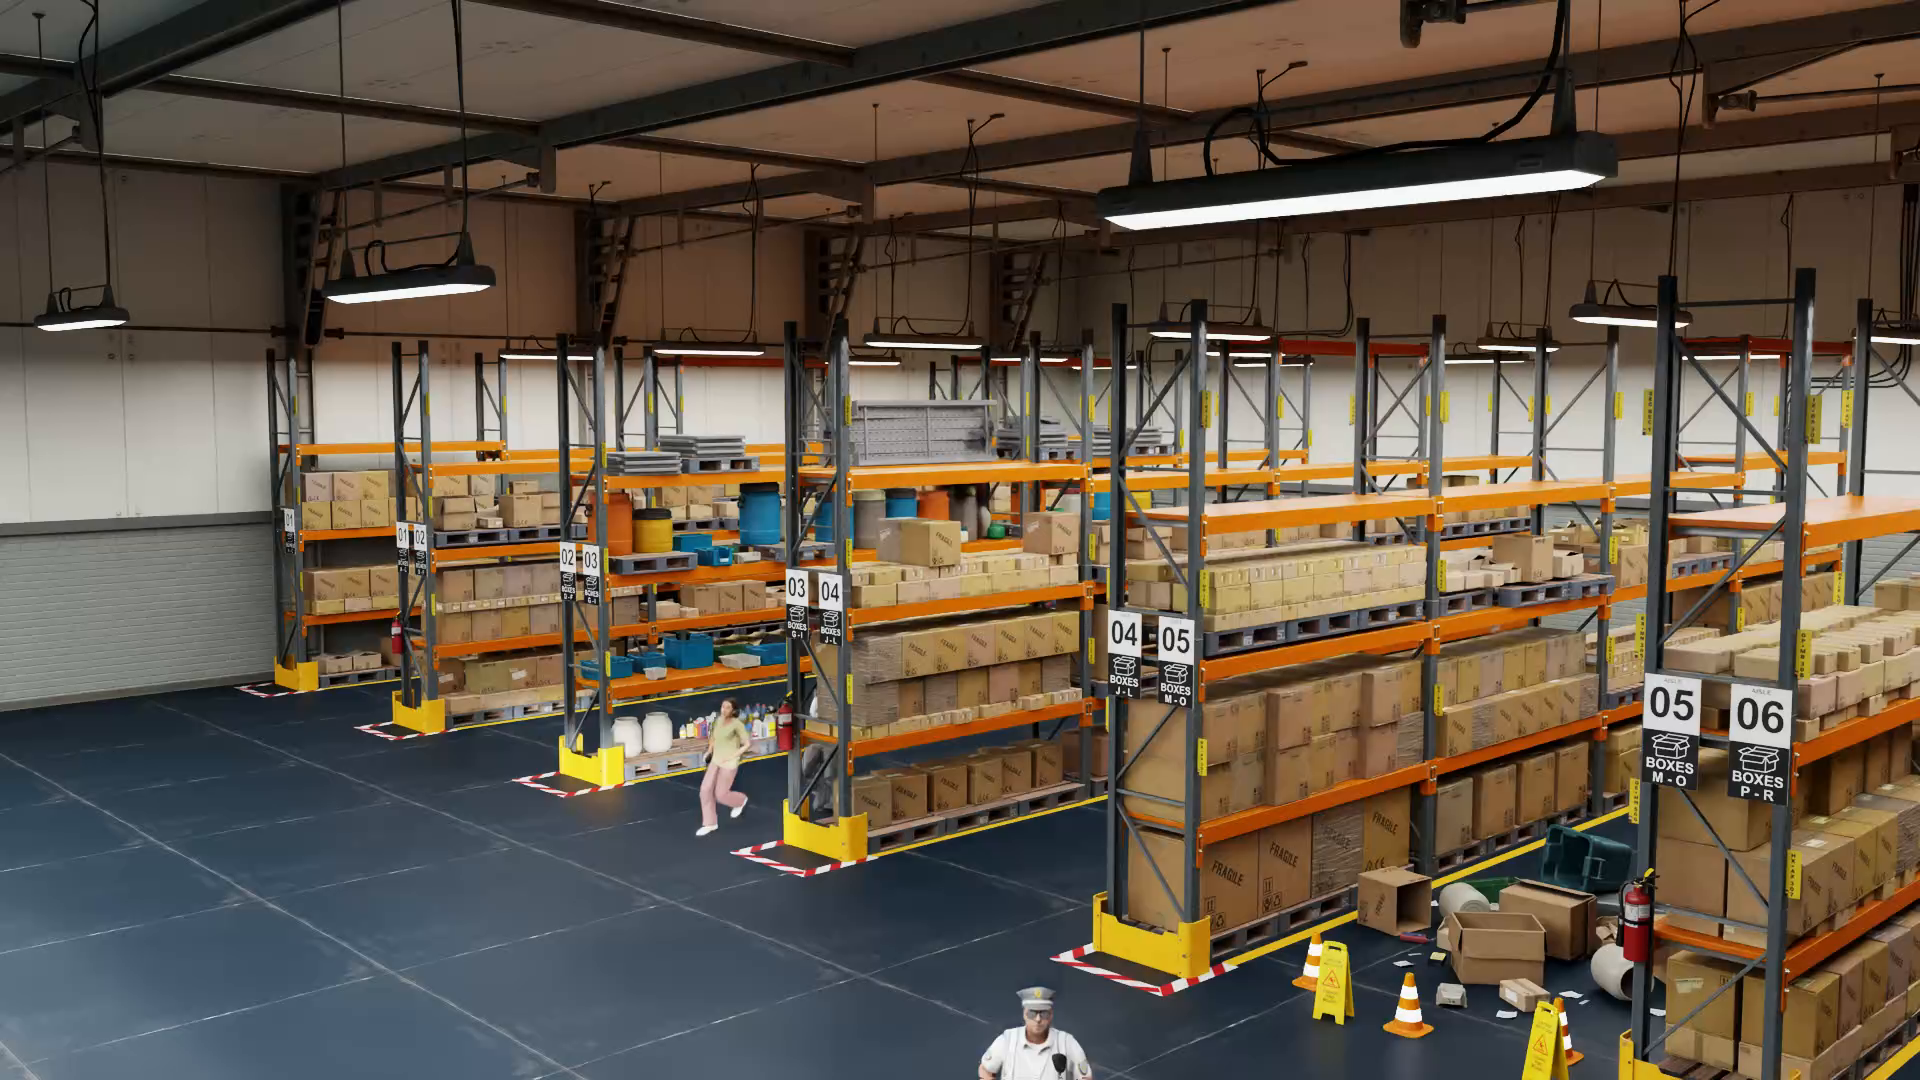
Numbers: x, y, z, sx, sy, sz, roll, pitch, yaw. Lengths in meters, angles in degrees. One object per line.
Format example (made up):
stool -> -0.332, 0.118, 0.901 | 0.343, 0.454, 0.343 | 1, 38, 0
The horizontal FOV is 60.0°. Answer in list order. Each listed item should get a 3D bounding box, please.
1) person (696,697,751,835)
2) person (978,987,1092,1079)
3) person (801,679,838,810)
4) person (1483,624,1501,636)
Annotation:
person -> -2.744, 2.683, 19.746 | 0.619, 1.601, 0.736 | 3, 6, 34
person -> 0.444, 3.447, 9.672 | 0.676, 1.753, 0.861 | 0, 5, 0
person -> -1.710, 2.499, 20.606 | 0.631, 1.749, 0.642 | 4, 6, 36
person -> 8.258, 2.093, 25.699 | 0.664, 1.737, 0.919 | 4, 6, 39
